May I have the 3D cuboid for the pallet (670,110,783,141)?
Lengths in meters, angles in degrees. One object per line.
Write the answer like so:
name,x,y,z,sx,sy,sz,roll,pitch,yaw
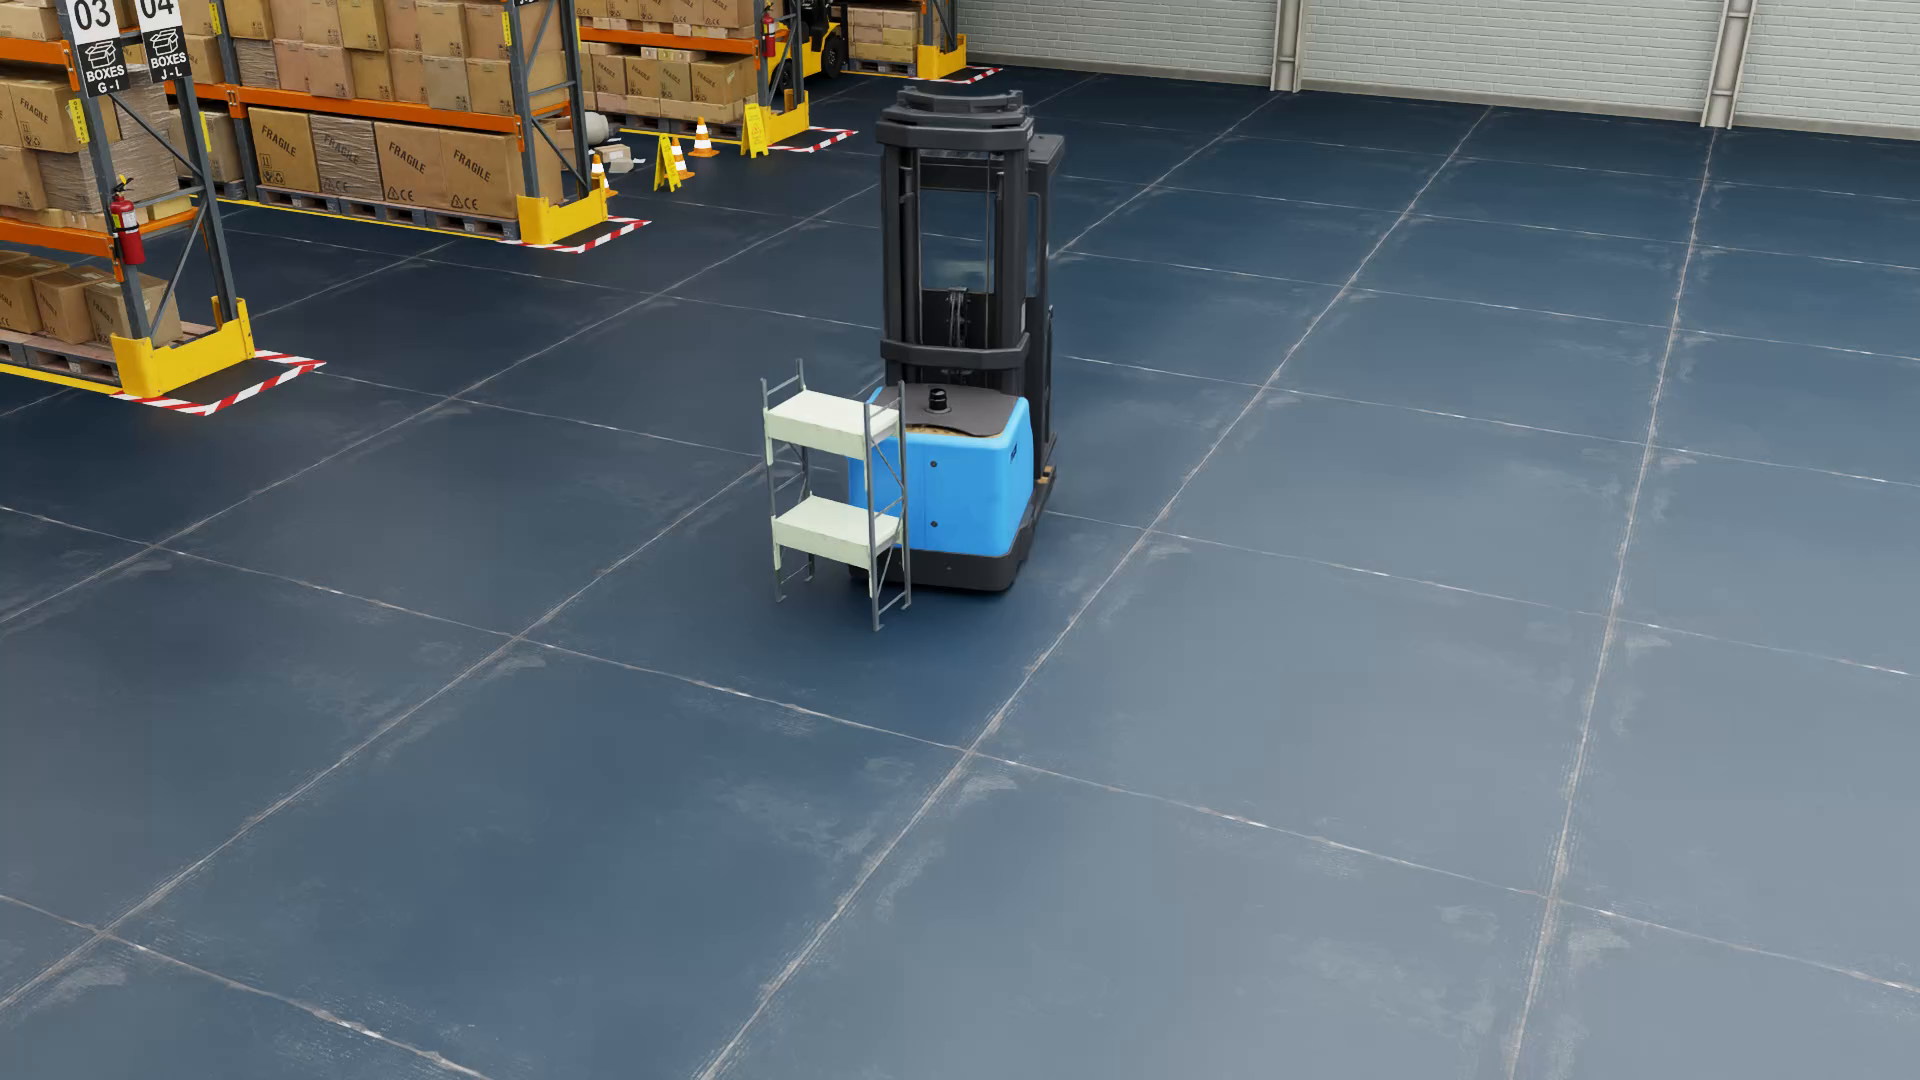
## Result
pallet,-3.150,-5.657,22.501,1.213,0.211,1.003,11,28,22

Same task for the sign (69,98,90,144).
sign,-6.706,-3.189,12.662,0.005,0.325,0.100,11,28,22

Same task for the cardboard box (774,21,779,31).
cardboard box,-2.580,-6.764,21.877,0.250,0.149,0.380,11,28,22

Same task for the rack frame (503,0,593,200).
rack frame,-4.313,-4.723,17.446,0.127,3.000,1.000,11,28,22

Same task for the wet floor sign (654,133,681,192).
wet floor sign,-3.467,-4.457,19.573,0.232,0.644,0.267,6,27,13

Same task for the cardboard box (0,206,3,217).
cardboard box,-7.948,-2.825,13.877,0.250,0.149,0.380,11,28,22

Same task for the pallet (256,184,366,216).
pallet,-7.295,-4.033,19.202,1.213,0.211,1.003,11,28,22

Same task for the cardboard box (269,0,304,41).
cardboard box,-7.084,-5.871,18.386,0.550,0.550,0.875,11,28,22

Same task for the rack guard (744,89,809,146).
rack guard,-2.425,-5.624,22.107,0.348,0.500,1.175,11,28,22

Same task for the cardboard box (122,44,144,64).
cardboard box,-9.460,-5.672,19.261,0.500,0.500,0.500,12,29,22

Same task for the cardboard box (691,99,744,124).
cardboard box,-3.225,-5.730,22.131,0.500,0.250,0.500,11,28,22

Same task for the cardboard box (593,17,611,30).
cardboard box,-4.683,-6.926,22.206,0.250,0.149,0.380,12,28,22

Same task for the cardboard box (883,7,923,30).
cardboard box,-0.853,-8.090,25.792,0.500,0.250,0.500,12,29,24

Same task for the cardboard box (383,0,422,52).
cardboard box,-5.627,-5.578,17.792,0.550,0.550,0.875,11,28,22

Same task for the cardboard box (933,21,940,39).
cardboard box,-0.647,-8.077,26.330,0.500,0.250,0.500,12,29,23

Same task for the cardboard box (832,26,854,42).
cardboard box,-1.808,-8.052,26.281,0.500,0.250,0.500,11,28,21

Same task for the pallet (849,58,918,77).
pallet,-1.018,-7.600,26.447,1.213,0.211,1.003,11,28,22

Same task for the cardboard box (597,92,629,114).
cardboard box,-4.597,-6.012,22.703,0.500,0.250,0.500,11,28,21

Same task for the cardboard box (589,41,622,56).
cardboard box,-4.768,-6.640,22.396,0.250,0.149,0.380,13,29,25

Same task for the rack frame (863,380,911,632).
rack frame,-0.428,-0.187,9.918,0.023,1.500,0.400,15,31,27

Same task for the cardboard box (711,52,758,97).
cardboard box,-2.998,-6.286,22.409,0.500,0.500,0.500,10,28,20

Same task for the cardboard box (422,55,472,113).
cardboard box,-5.179,-4.931,17.701,0.550,0.550,0.875,11,28,22

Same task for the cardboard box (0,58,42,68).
cardboard box,-7.754,-3.769,13.927,0.500,0.500,0.500,11,28,22

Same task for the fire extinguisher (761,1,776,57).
fire extinguisher,-2.443,-6.491,21.125,0.183,0.674,0.296,11,28,22

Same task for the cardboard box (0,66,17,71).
cardboard box,-7.973,-3.556,13.496,0.500,0.500,0.500,11,28,22

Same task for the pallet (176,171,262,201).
pallet,-8.688,-4.314,19.773,1.213,0.211,1.003,11,28,22

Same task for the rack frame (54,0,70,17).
rack frame,-6.458,-5.438,12.108,0.127,3.000,1.000,11,28,22

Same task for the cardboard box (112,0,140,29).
cardboard box,-6.790,-4.217,13.194,0.500,0.250,0.500,12,29,23

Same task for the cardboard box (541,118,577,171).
cardboard box,-5.003,-4.915,20.663,0.637,0.503,0.797,-7,27,-14

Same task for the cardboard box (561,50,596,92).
cardboard box,-5.080,-6.445,22.732,0.500,0.500,0.500,13,29,24

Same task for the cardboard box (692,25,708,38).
cardboard box,-3.286,-6.658,21.662,0.250,0.149,0.380,11,28,21

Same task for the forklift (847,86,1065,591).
forklift,0.082,-1.623,11.228,1.130,2.935,3.031,5,27,10

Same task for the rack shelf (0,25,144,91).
rack shelf,-8.279,-4.135,13.672,4.000,0.370,1.077,11,28,22

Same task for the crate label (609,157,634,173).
crate label,-4.173,-4.617,20.474,0.298,0.136,0.250,-2,26,-5

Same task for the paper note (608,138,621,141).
paper note,-4.565,-5.293,21.965,0.148,0.019,0.142,2,26,4

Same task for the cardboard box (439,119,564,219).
cardboard box,-4.958,-4.055,18.021,0.875,0.875,0.875,12,28,22

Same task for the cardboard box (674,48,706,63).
cardboard box,-3.555,-6.396,21.898,0.250,0.149,0.380,12,29,23

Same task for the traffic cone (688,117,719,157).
traffic cone,-3.282,-5.153,21.193,0.334,0.463,0.336,11,28,22

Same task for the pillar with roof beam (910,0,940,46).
pillar with roof beam,-2.348,-10.178,21.735,0.400,9.000,9.100,11,28,22

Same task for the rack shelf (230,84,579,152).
rack shelf,-6.134,-4.766,18.348,4.000,0.370,1.077,11,28,22

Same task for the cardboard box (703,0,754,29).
cardboard box,-2.964,-6.898,21.415,0.500,0.500,0.500,11,28,21

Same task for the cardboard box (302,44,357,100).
cardboard box,-6.661,-5.221,18.289,0.550,0.550,0.875,11,28,22

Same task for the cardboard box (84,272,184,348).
cardboard box,-7.020,-1.935,14.138,0.500,0.500,0.500,17,31,31

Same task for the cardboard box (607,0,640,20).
cardboard box,-4.326,-7.185,21.997,0.500,0.500,0.500,12,29,22

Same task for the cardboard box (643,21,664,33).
cardboard box,-3.978,-6.807,21.964,0.250,0.149,0.380,11,28,21

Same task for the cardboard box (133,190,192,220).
cardboard box,-6.619,-2.782,13.789,0.250,0.149,0.380,11,28,22

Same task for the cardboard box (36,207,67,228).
cardboard box,-7.279,-2.674,13.570,0.250,0.149,0.380,11,28,22

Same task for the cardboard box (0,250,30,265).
cardboard box,-8.630,-2.272,14.824,0.500,0.500,0.500,9,28,17

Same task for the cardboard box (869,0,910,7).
cardboard box,-1.120,-8.385,26.391,0.500,0.250,0.500,11,28,22

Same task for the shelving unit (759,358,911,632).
shelving unit,-0.742,-0.270,10.087,0.755,1.500,0.431,15,31,27

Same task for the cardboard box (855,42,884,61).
cardboard box,-1.312,-7.736,26.205,0.500,0.250,0.500,11,28,22

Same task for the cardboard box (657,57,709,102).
cardboard box,-3.670,-6.158,22.151,0.500,0.500,0.500,12,29,24

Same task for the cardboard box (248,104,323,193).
cardboard box,-7.411,-4.546,19.018,0.875,0.875,0.875,12,29,23

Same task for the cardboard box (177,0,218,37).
cardboard box,-8.409,-6.036,18.869,0.500,0.500,0.700,11,28,21

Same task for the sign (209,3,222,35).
sign,-8.170,-5.718,18.247,0.005,0.325,0.100,11,28,22

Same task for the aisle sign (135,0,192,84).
aisle sign,-6.278,-4.022,13.081,0.004,0.787,0.394,11,28,22

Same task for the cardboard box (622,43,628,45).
cardboard box,-4.884,-6.662,23.173,0.500,0.500,0.500,12,29,23
